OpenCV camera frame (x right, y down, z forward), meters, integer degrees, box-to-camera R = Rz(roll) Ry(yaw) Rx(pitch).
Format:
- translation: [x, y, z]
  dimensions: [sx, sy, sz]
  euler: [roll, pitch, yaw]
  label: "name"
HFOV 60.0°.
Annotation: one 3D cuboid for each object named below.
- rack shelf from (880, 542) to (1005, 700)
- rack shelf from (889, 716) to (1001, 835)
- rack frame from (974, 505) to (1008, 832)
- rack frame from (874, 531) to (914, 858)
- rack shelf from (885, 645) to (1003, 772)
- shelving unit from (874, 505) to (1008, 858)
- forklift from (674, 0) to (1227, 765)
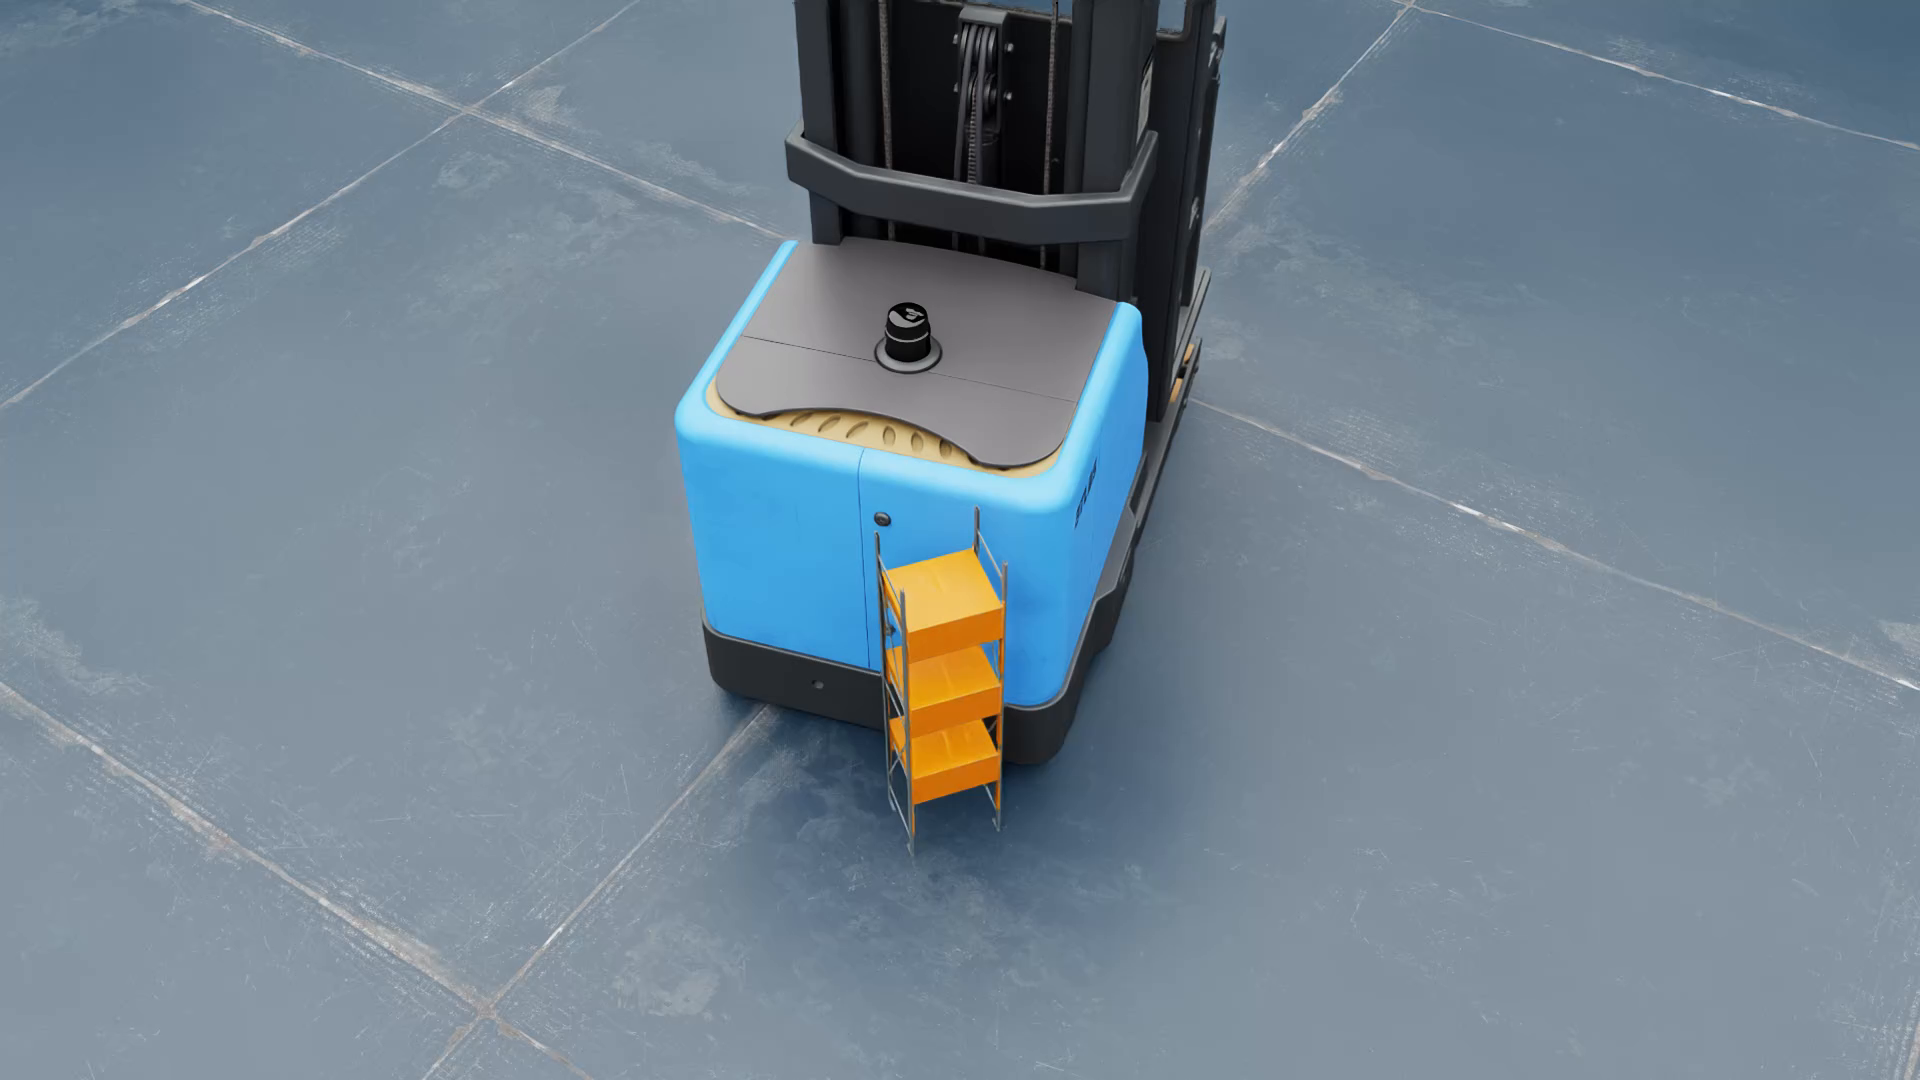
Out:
- translation: [-0.044, 0.193, 3.950]
  dimensions: [0.240, 0.259, 0.215]
  euler: [-15, 48, -14]
  label: "rack shelf"
- translation: [-0.044, 0.584, 4.353]
  dimensions: [0.240, 0.259, 0.215]
  euler: [-15, 48, -14]
  label: "rack shelf"
- translation: [0.071, 0.353, 4.175]
  dimensions: [0.008, 1.050, 0.200]
  euler: [-15, 48, -14]
  label: "rack frame"
- translation: [-0.159, 0.413, 4.117]
  dimensions: [0.008, 1.050, 0.200]
  euler: [-15, 48, -14]
  label: "rack frame"
- translation: [-0.044, 0.390, 4.153]
  dimensions: [0.240, 0.259, 0.215]
  euler: [-15, 48, -14]
  label: "rack shelf"
- translation: [-0.044, 0.383, 4.146]
  dimensions: [0.252, 1.050, 0.215]
  euler: [-15, 48, -14]
  label: "shelving unit"
- translation: [0.200, -1.485, 4.650]
  dimensions: [1.130, 2.935, 3.031]
  euler: [12, 47, 12]
  label: "forklift"
